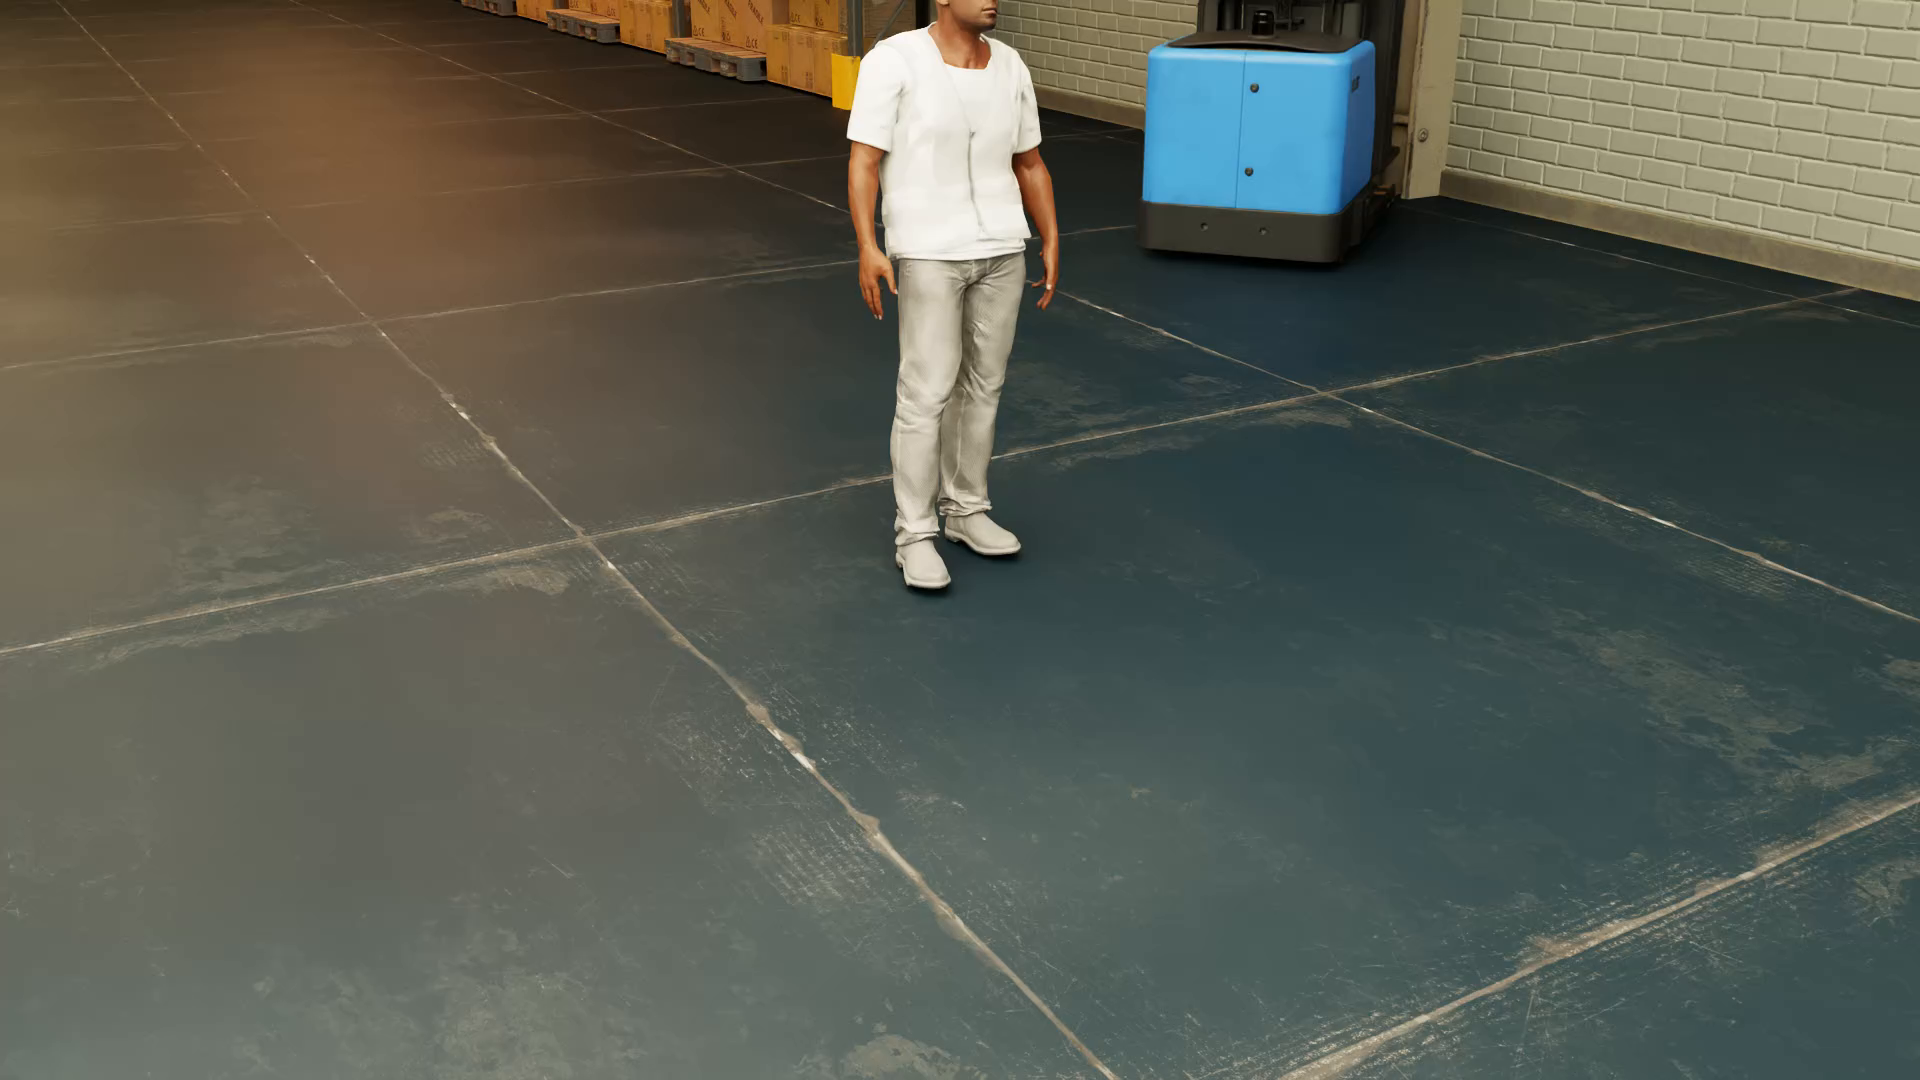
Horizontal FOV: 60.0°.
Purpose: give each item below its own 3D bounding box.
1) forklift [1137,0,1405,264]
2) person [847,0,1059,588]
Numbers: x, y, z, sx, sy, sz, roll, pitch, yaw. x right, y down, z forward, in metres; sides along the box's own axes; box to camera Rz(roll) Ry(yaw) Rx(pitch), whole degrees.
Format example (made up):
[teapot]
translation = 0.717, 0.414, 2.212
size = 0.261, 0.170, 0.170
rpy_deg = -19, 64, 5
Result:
[forklift]
translation = 1.943, -3.274, 9.254
size = 1.130, 2.935, 3.031
rpy_deg = 9, 24, 20
[person]
translation = 0.030, -0.800, 4.738
size = 0.665, 1.768, 0.575
rpy_deg = -12, 25, -28
